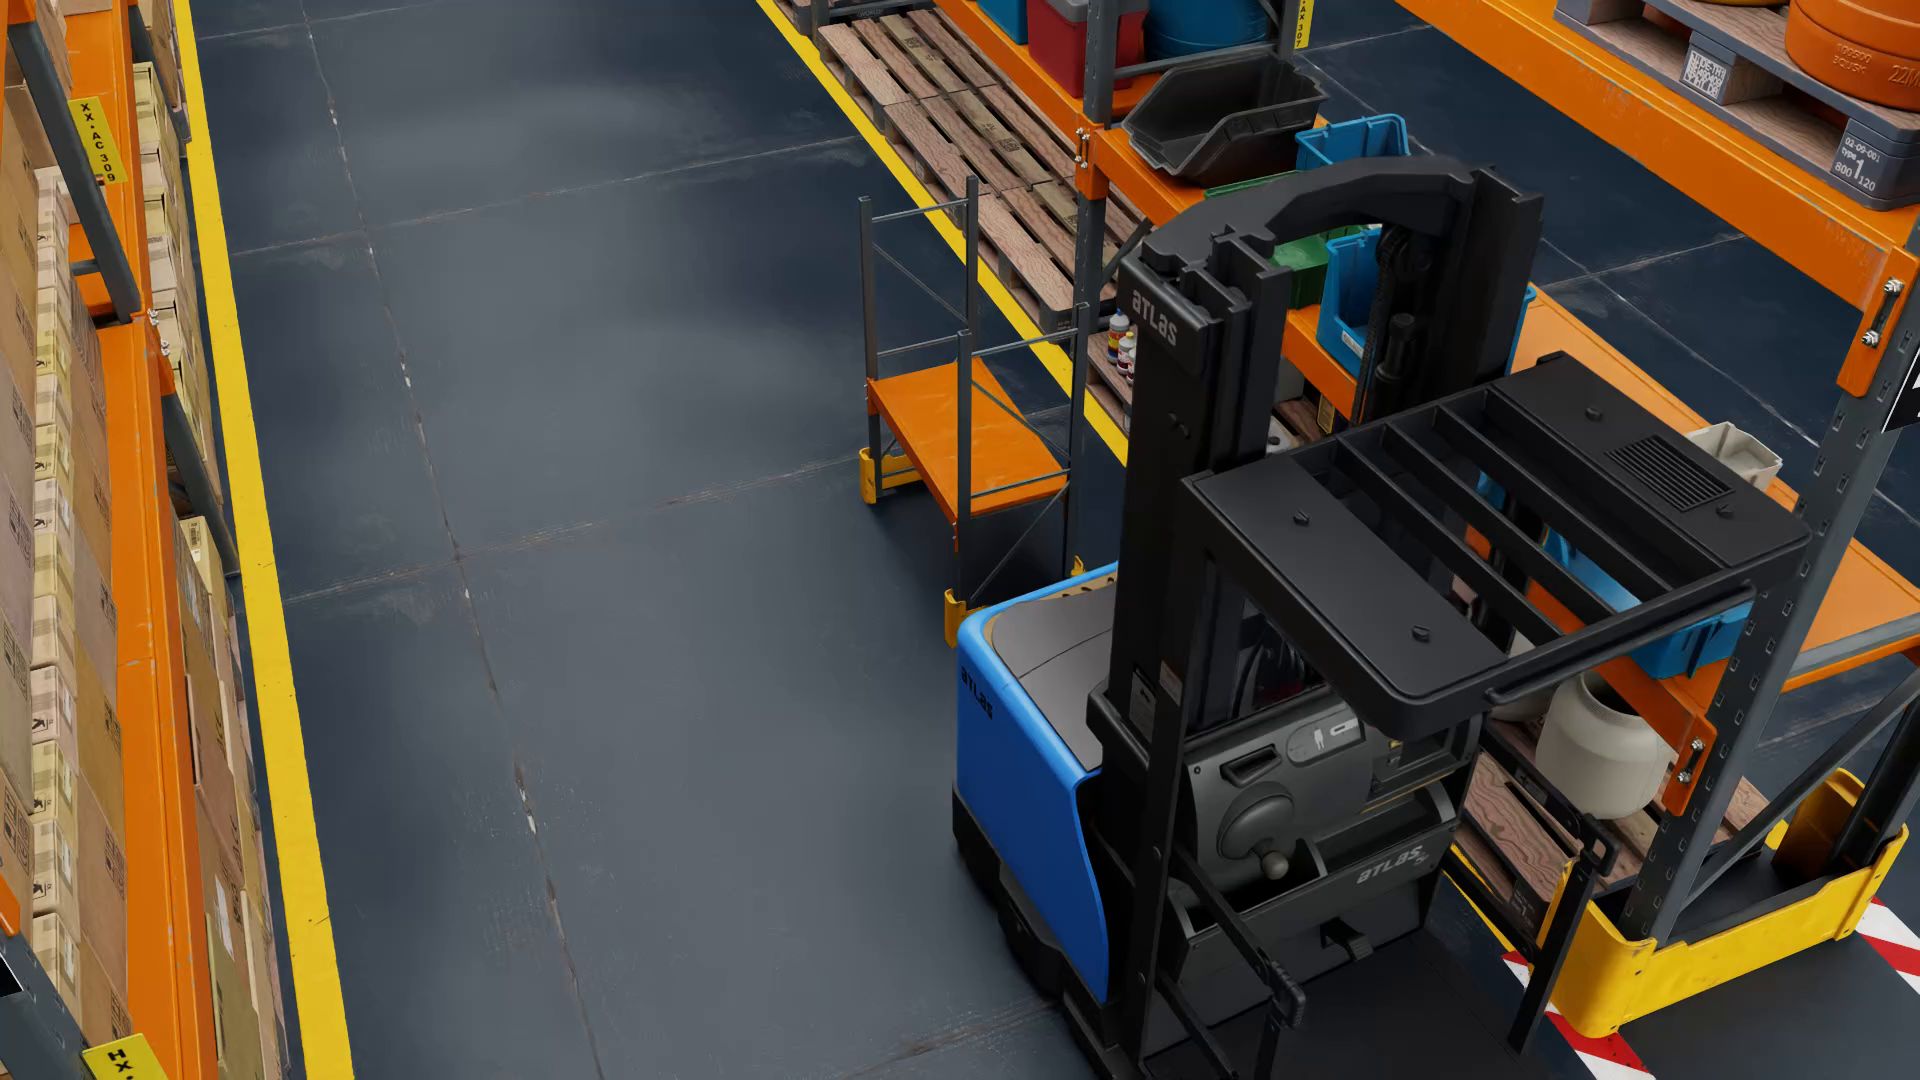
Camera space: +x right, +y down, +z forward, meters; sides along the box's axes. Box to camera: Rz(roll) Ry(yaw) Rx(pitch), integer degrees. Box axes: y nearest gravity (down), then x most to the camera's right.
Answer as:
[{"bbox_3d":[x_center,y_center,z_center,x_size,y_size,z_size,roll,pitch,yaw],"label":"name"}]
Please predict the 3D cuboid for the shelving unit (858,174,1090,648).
[{"bbox_3d":[0.029,-0.523,6.708,0.587,1.500,1.083,-15,43,-17],"label":"shelving unit"}]

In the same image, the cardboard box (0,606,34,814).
[{"bbox_3d":[-2.409,0.344,3.477,0.700,0.500,0.500,-16,43,-18],"label":"cardboard box"}]

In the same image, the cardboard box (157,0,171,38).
[{"bbox_3d":[-5.379,-3.495,10.594,0.500,0.500,0.500,-16,43,-17],"label":"cardboard box"}]

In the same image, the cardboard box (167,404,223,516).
[{"bbox_3d":[-3.471,-0.325,7.114,0.500,0.250,0.500,-16,43,-18],"label":"cardboard box"}]

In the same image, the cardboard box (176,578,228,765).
[{"bbox_3d":[-2.791,0.525,5.551,0.500,0.500,0.500,-15,43,-17],"label":"cardboard box"}]

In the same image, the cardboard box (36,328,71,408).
[{"bbox_3d":[-2.856,-0.464,4.915,0.380,0.149,0.250,-15,43,-17],"label":"cardboard box"}]

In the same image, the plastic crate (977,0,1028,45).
[{"bbox_3d":[0.323,-2.718,8.122,0.392,0.384,0.575,-15,43,-17],"label":"plastic crate"}]

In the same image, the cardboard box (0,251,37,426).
[{"bbox_3d":[-2.985,-0.562,4.531,0.700,0.500,0.500,-15,43,-17],"label":"cardboard box"}]

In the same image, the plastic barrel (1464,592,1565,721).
[{"bbox_3d":[2.048,0.377,6.097,0.421,0.512,0.421,0,41,0],"label":"plastic barrel"}]

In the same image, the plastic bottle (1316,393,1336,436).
[{"bbox_3d":[1.657,-0.607,7.401,0.061,0.283,0.133,-15,43,-17],"label":"plastic bottle"}]

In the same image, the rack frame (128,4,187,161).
[{"bbox_3d":[-5.076,-3.313,8.802,1.000,3.000,0.127,-15,43,-17],"label":"rack frame"}]

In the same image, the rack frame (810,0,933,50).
[{"bbox_3d":[-0.498,-4.547,10.237,1.000,3.000,0.127,-15,43,-17],"label":"rack frame"}]

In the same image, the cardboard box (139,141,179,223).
[{"bbox_3d":[-4.253,-1.772,8.367,0.500,0.311,0.500,-15,43,-17],"label":"cardboard box"}]

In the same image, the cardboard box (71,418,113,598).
[{"bbox_3d":[-2.974,-0.057,4.938,0.700,0.500,0.500,-14,43,-16],"label":"cardboard box"}]

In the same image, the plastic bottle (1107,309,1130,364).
[{"bbox_3d":[0.749,-0.968,7.830,0.097,0.271,0.097,0,41,0],"label":"plastic bottle"}]

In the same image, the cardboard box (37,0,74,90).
[{"bbox_3d":[-4.419,-2.344,7.599,0.500,0.500,0.500,-17,44,-19],"label":"cardboard box"}]

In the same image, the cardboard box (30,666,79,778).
[{"bbox_3d":[-2.259,0.470,3.828,0.380,0.149,0.250,-16,43,-18],"label":"cardboard box"}]

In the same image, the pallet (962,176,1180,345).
[{"bbox_3d":[0.696,-1.543,8.883,1.003,0.211,1.213,-15,43,-17],"label":"pallet"}]

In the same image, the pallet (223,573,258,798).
[{"bbox_3d":[-3.280,0.643,6.340,1.003,0.211,1.213,-15,43,-17],"label":"pallet"}]

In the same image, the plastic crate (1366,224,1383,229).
[{"bbox_3d":[1.887,-1.122,6.457,0.530,0.136,0.437,-15,43,-17],"label":"plastic crate"}]

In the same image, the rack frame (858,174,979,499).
[{"bbox_3d":[-0.162,-0.823,7.057,0.500,1.500,0.032,-15,43,-17],"label":"rack frame"}]

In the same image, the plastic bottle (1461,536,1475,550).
[{"bbox_3d":[2.117,-0.066,6.835,0.097,0.201,0.097,0,41,0],"label":"plastic bottle"}]

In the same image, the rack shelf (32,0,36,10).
[{"bbox_3d":[-4.311,-2.973,6.658,1.077,0.370,4.000,-15,43,-17],"label":"rack shelf"}]

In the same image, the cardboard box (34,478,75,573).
[{"bbox_3d":[-2.554,0.006,4.368,0.380,0.149,0.250,-15,43,-16],"label":"cardboard box"}]

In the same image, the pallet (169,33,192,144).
[{"bbox_3d":[-5.327,-2.715,10.246,1.003,0.211,1.213,-15,43,-17],"label":"pallet"}]

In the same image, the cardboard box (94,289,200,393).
[{"bbox_3d":[-3.660,-0.847,7.291,0.500,0.311,0.500,-16,43,-17],"label":"cardboard box"}]

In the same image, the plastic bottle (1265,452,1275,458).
[{"bbox_3d":[1.264,-0.228,6.909,0.144,0.351,0.185,-13,42,-15],"label":"plastic bottle"}]

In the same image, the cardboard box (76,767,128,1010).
[{"bbox_3d":[-2.387,0.868,3.863,0.700,0.500,0.500,-14,43,-16],"label":"cardboard box"}]

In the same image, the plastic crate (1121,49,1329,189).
[{"bbox_3d":[1.115,-1.767,7.051,0.767,0.338,0.504,-15,43,-17],"label":"plastic crate"}]

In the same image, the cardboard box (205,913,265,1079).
[{"bbox_3d":[-2.208,1.426,4.503,0.500,0.500,0.500,-15,43,-17],"label":"cardboard box"}]

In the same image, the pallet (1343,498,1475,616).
[{"bbox_3d":[1.721,0.071,7.005,1.003,0.211,1.213,-15,43,-17],"label":"pallet"}]

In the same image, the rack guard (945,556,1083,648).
[{"bbox_3d":[0.220,0.251,6.766,0.587,0.250,0.087,-15,43,-17],"label":"rack guard"}]

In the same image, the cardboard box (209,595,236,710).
[{"bbox_3d":[-2.984,0.508,6.145,0.500,0.250,0.500,-15,43,-17],"label":"cardboard box"}]

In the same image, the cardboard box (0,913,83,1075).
[{"bbox_3d":[-1.966,0.932,3.291,0.380,0.149,0.250,-15,43,-17],"label":"cardboard box"}]

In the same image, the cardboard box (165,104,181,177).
[{"bbox_3d":[-4.650,-2.174,9.264,0.500,0.250,0.500,-14,43,-16],"label":"cardboard box"}]

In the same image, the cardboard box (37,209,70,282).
[{"bbox_3d":[-3.151,-0.928,5.454,0.380,0.149,0.250,-16,43,-18],"label":"cardboard box"}]

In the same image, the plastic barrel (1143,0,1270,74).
[{"bbox_3d":[1.164,-2.635,7.630,0.600,0.901,0.708,-15,43,-17],"label":"plastic barrel"}]

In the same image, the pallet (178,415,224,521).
[{"bbox_3d":[-3.864,-0.280,7.414,1.003,0.211,1.213,-15,43,-17],"label":"pallet"}]

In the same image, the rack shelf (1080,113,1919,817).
[{"bbox_3d":[1.797,-0.660,6.268,1.077,0.370,4.000,-15,43,-17],"label":"rack shelf"}]

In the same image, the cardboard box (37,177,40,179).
[{"bbox_3d":[-3.775,-1.132,6.381,0.500,0.250,0.500,-13,42,-14],"label":"cardboard box"}]

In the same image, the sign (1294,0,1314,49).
[{"bbox_3d":[1.545,-2.373,7.496,0.100,0.325,0.005,-15,43,-17],"label":"sign"}]

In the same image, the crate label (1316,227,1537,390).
[{"bbox_3d":[1.608,-0.782,5.832,0.502,0.435,0.616,-15,43,-17],"label":"crate label"}]

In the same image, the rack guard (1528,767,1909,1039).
[{"bbox_3d":[2.490,1.186,5.487,1.175,0.500,0.348,-15,43,-17],"label":"rack guard"}]

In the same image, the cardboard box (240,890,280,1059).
[{"bbox_3d":[-2.401,1.409,5.098,0.500,0.250,0.500,-15,43,-17],"label":"cardboard box"}]

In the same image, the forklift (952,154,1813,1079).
[{"bbox_3d":[1.097,0.662,4.232,1.130,2.935,3.031,-19,44,-20],"label":"forklift"}]

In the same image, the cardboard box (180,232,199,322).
[{"bbox_3d":[-4.060,-1.251,8.191,0.500,0.250,0.500,-14,43,-16],"label":"cardboard box"}]
